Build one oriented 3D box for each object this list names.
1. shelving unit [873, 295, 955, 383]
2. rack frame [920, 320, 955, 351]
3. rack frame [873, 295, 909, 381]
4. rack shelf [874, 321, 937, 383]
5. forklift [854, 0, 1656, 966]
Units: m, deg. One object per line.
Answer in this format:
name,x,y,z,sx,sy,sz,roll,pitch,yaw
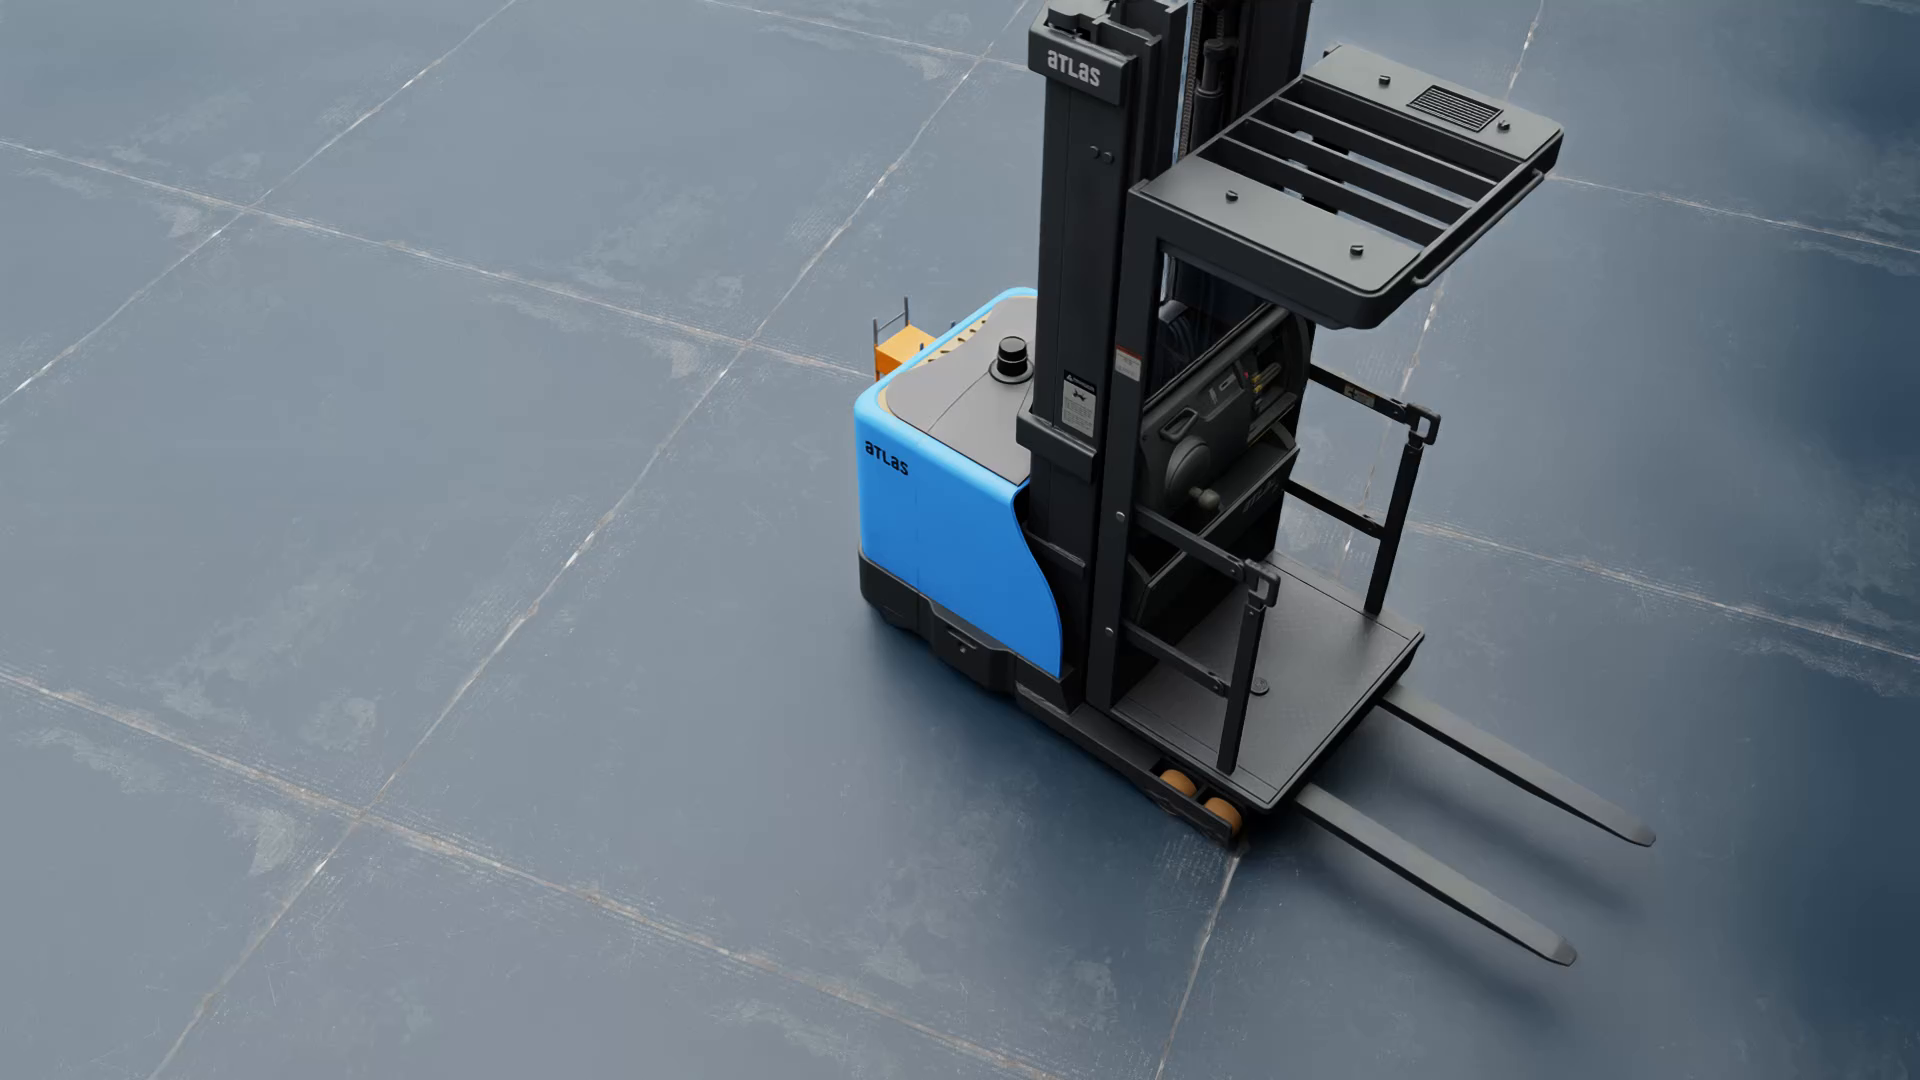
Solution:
shelving unit,-0.179,-0.484,6.831,0.252,1.050,0.215,31,53,27
rack frame,-0.087,-0.428,6.775,0.008,1.050,0.200,31,53,27
rack frame,-0.272,-0.540,6.887,0.008,1.050,0.200,31,53,27
rack shelf,-0.179,-0.678,6.639,0.240,0.259,0.215,31,53,27
forklift,1.041,-0.373,5.386,3.031,2.935,1.130,31,53,27
